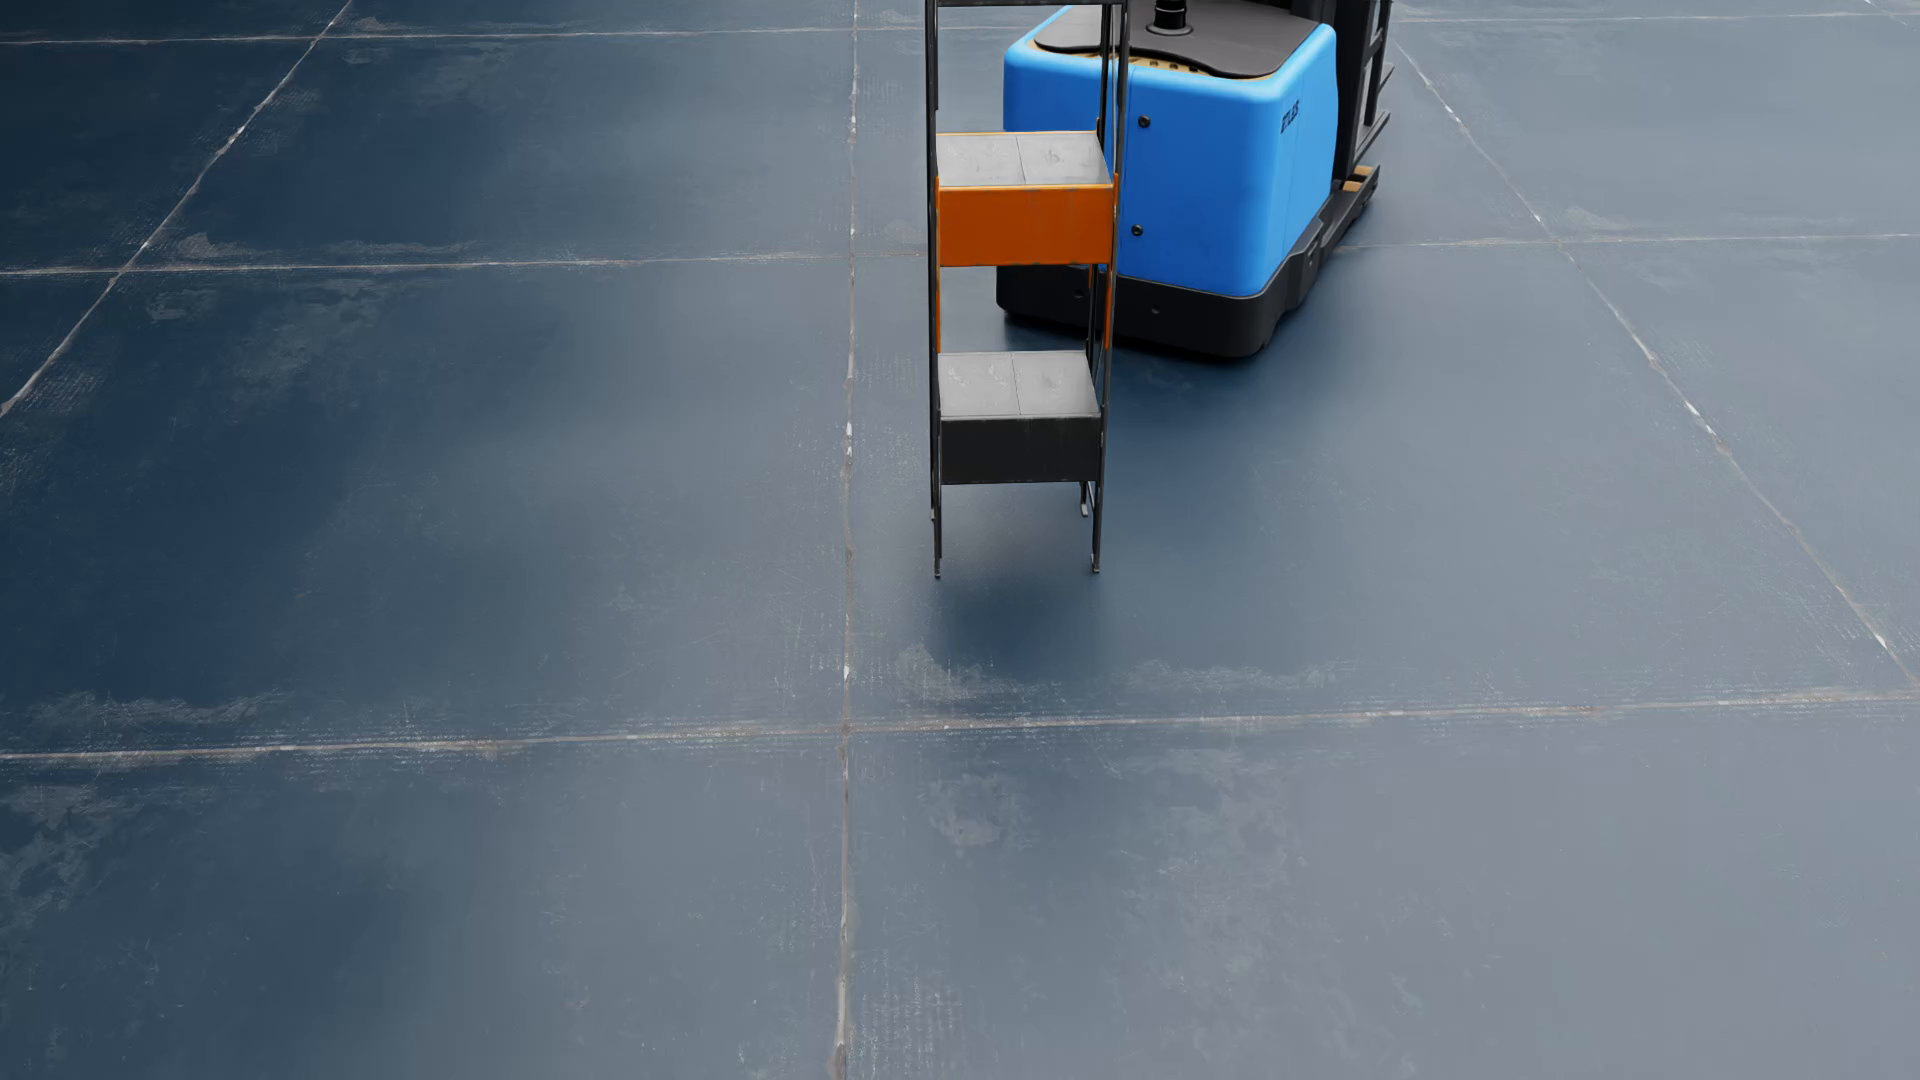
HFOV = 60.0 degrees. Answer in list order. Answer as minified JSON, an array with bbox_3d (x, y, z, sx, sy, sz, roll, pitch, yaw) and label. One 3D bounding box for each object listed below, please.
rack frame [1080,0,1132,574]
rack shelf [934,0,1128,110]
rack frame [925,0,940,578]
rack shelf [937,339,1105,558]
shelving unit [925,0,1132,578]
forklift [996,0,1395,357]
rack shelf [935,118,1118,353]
[{"bbox_3d":[0.409,-0.874,4.668,0.015,2.100,0.400,-2,35,-2],"label":"rack frame"},{"bbox_3d":[0.165,-1.432,4.268,0.480,0.518,0.431,-2,35,-2],"label":"rack shelf"},{"bbox_3d":[-0.078,-0.861,4.649,0.015,2.100,0.400,-2,35,-2],"label":"rack frame"},{"bbox_3d":[0.165,-0.281,5.065,0.480,0.518,0.431,-2,35,-2],"label":"rack shelf"},{"bbox_3d":[0.165,-0.868,4.659,0.503,2.100,0.431,-2,35,-2],"label":"shelving unit"},{"bbox_3d":[1.219,-2.701,6.577,1.130,2.935,3.031,15,37,20],"label":"forklift"},{"bbox_3d":[0.165,-0.857,4.667,0.480,0.518,0.431,-2,35,-2],"label":"rack shelf"}]
